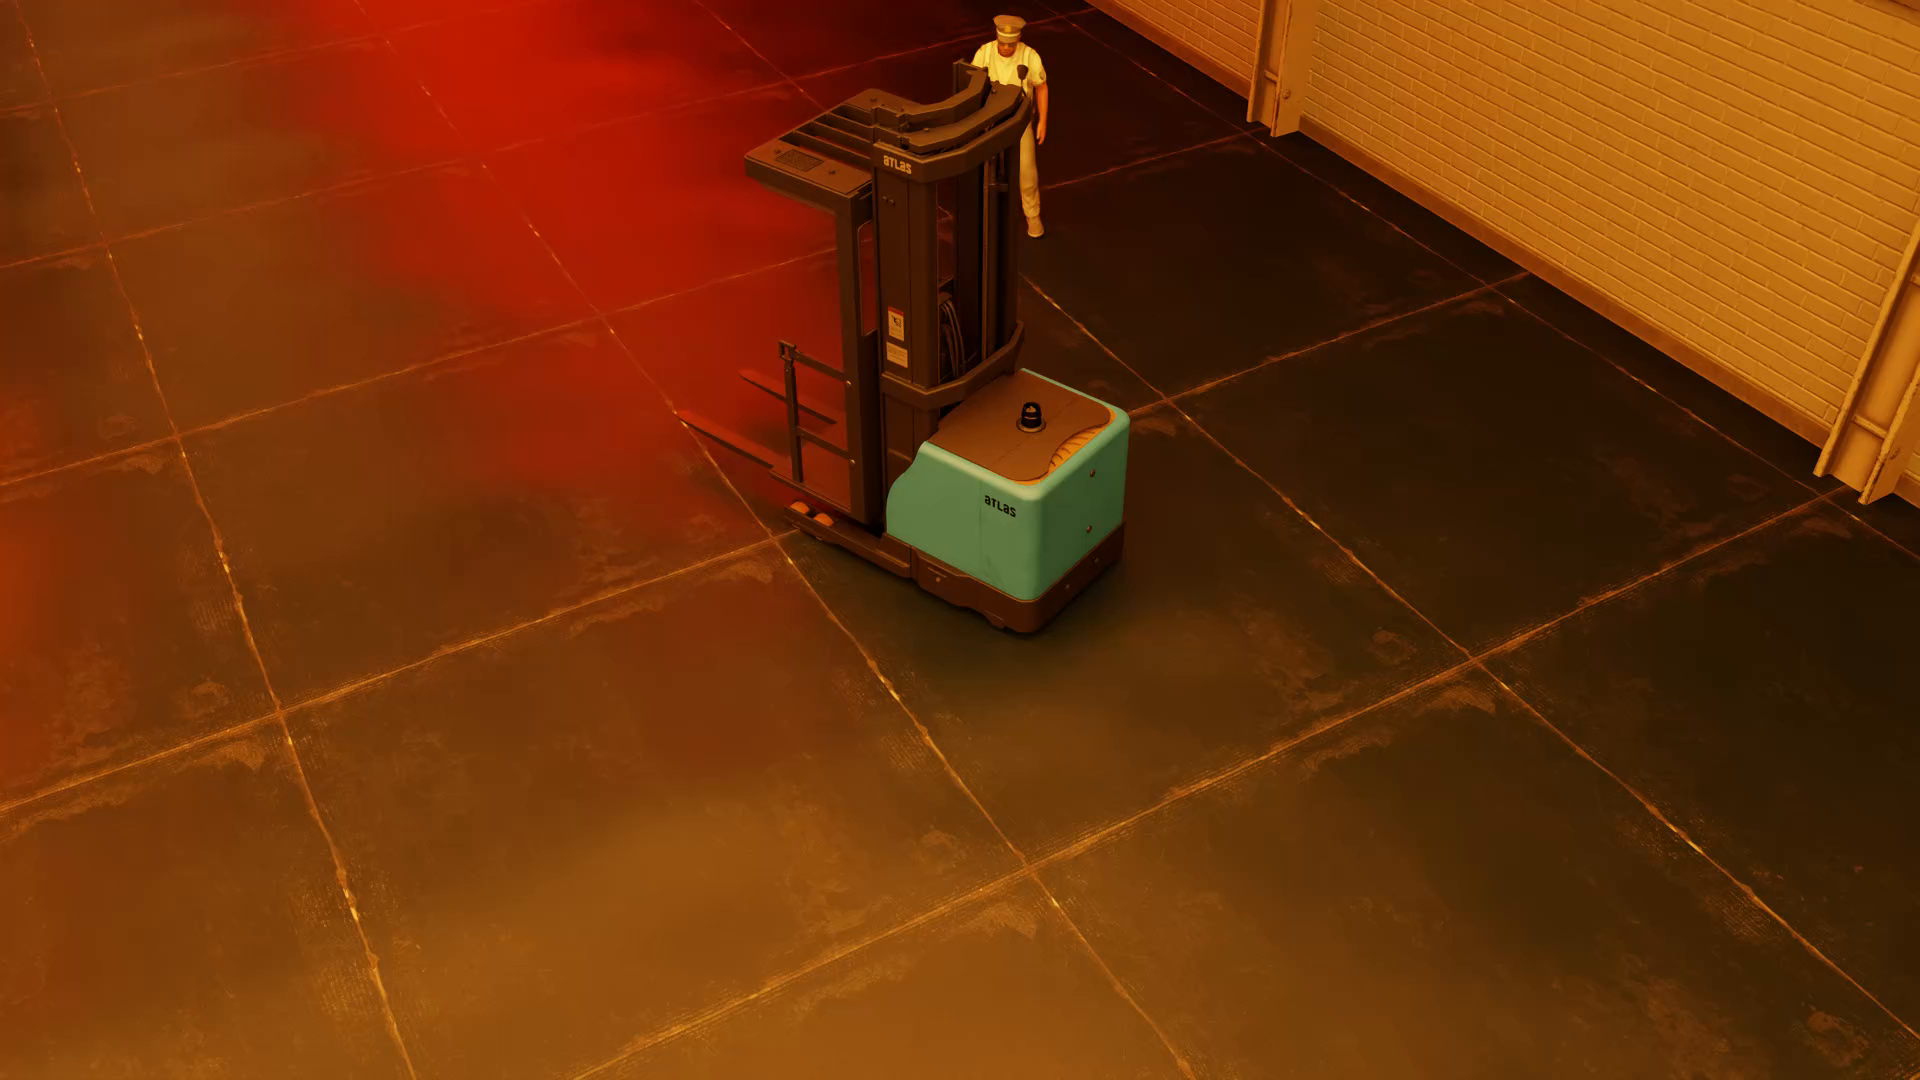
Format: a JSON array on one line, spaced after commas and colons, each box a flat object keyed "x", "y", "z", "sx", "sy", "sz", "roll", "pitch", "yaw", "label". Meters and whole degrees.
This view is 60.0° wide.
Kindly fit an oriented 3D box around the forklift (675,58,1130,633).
[{"x": -0.481, "y": -1.366, "z": 9.683, "sx": 3.031, "sy": 2.935, "sz": 1.130, "roll": 26, "pitch": 46, "yaw": 28, "label": "forklift"}]

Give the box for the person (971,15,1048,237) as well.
[{"x": 0.353, "y": -3.218, "z": 12.845, "sx": 0.664, "sy": 1.751, "sz": 0.463, "roll": 4, "pitch": 40, "yaw": 5, "label": "person"}]
